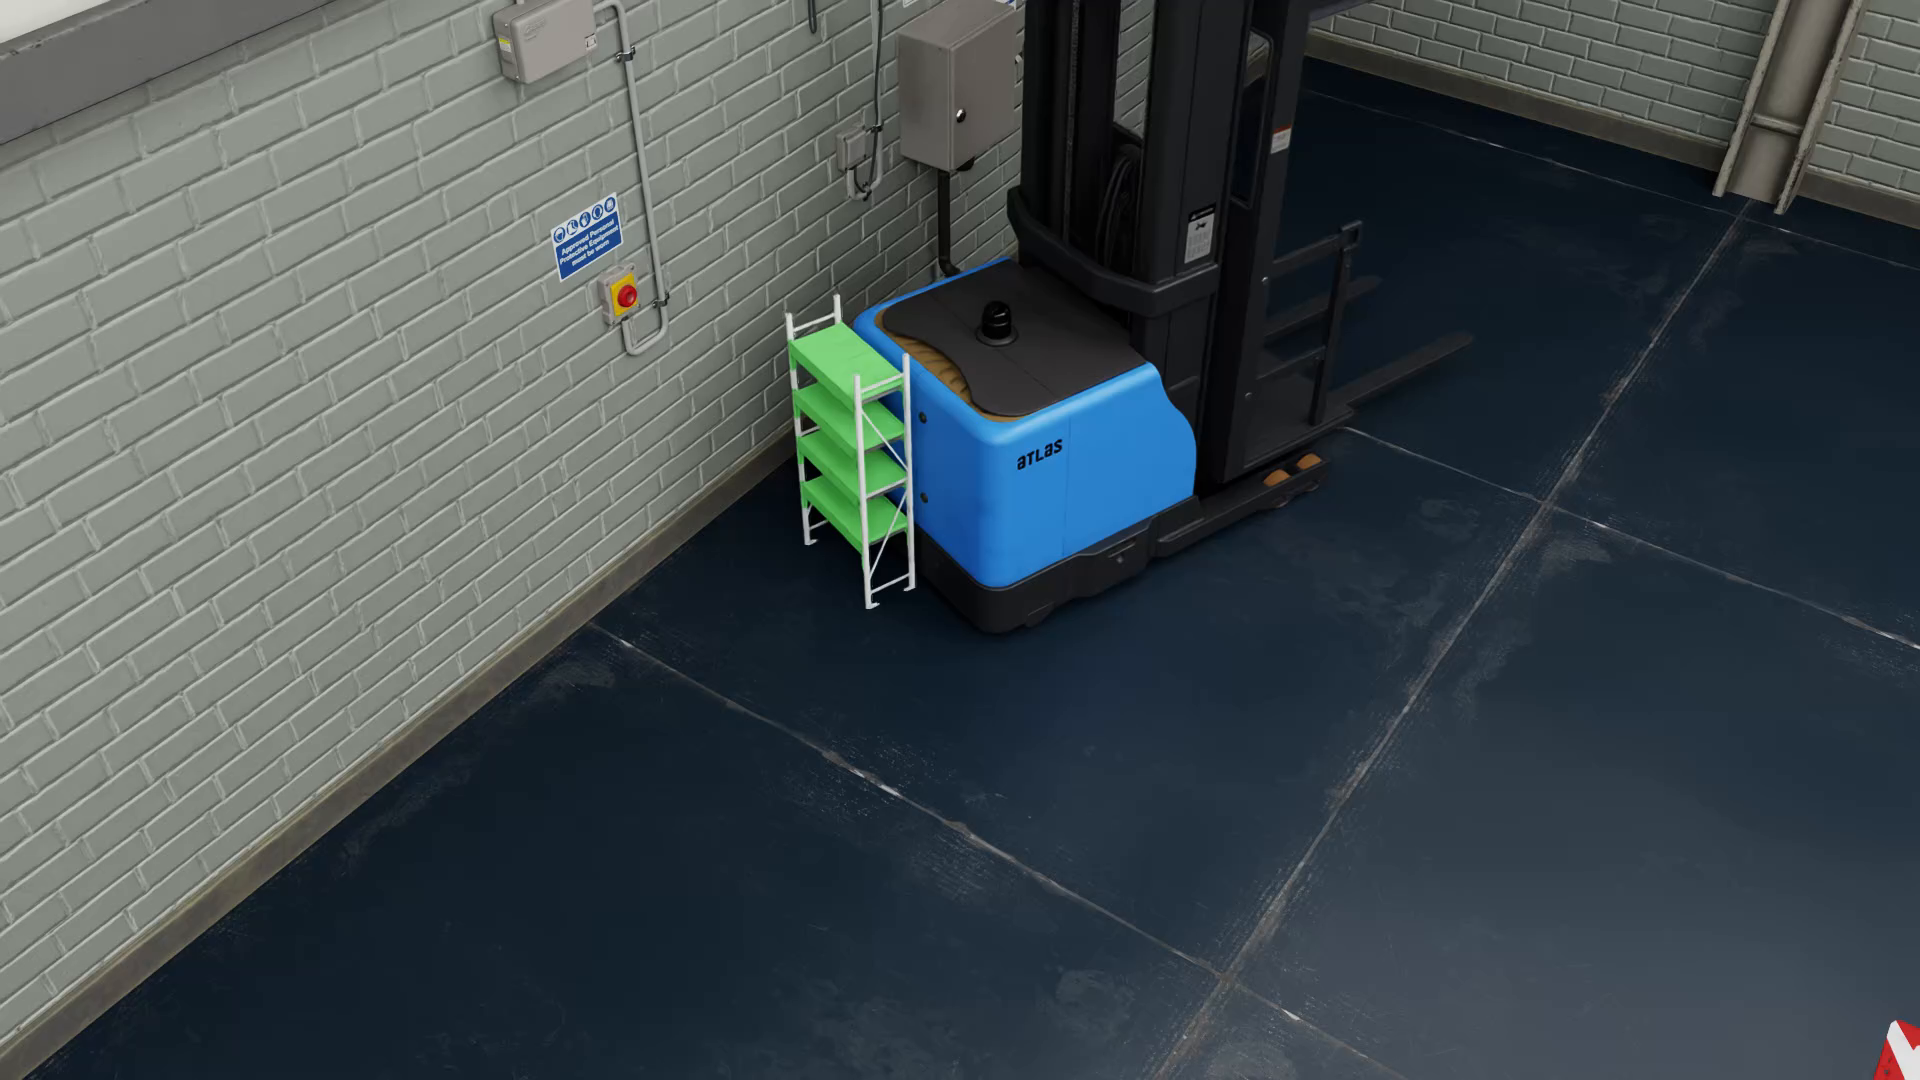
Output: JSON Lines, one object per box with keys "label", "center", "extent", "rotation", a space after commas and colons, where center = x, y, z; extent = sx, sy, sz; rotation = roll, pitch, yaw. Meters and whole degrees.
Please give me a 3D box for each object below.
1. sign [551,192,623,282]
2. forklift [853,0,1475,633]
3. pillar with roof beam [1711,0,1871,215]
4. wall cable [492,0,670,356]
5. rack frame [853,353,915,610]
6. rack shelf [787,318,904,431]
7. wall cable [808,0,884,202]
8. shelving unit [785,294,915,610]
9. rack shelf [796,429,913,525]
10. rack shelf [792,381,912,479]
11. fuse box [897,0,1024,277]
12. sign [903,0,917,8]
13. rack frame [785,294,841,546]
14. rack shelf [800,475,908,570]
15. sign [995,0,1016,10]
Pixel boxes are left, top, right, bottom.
{"label": "sign", "center": [-1.348, -1.098, 6.025], "extent": [0.001, 0.218, 0.327], "rotation": [25, 48, 25]}
{"label": "forklift", "center": [1.054, -1.501, 6.730], "extent": [3.031, 2.935, 1.130], "rotation": [-25, 48, -25]}
{"label": "pillar with roof beam", "center": [2.045, -2.975, 3.827], "extent": [0.400, 9.000, 9.100], "rotation": [25, 48, 25]}
{"label": "wall cable", "center": [-1.270, -1.391, 5.769], "extent": [0.123, 1.953, 0.585], "rotation": [25, 48, 25]}
{"label": "rack frame", "center": [-0.292, -0.204, 6.578], "extent": [0.240, 1.200, 0.015], "rotation": [-25, 48, -25]}
{"label": "rack shelf", "center": [-0.433, -0.647, 6.449], "extent": [0.258, 0.148, 0.480], "rotation": [-25, 48, -25]}
{"label": "wall cable", "center": [-0.465, -2.158, 6.650], "extent": [0.122, 1.984, 0.588], "rotation": [25, 48, 25]}
{"label": "shelving unit", "center": [-0.432, -0.337, 6.727], "extent": [0.258, 1.200, 0.503], "rotation": [-25, 48, -25]}
{"label": "rack shelf", "center": [-0.432, -0.290, 6.770], "extent": [0.258, 0.148, 0.480], "rotation": [-25, 48, -25]}
{"label": "rack shelf", "center": [-0.433, -0.468, 6.609], "extent": [0.258, 0.148, 0.480], "rotation": [-25, 48, -25]}
{"label": "fuse box", "center": [0.056, -1.611, 7.767], "extent": [0.414, 1.711, 0.539], "rotation": [25, 48, 25]}
{"label": "sign", "center": [-0.146, -2.448, 7.117], "extent": [0.001, 0.242, 0.339], "rotation": [25, 48, 25]}
{"label": "rack frame", "center": [-0.573, -0.470, 6.875], "extent": [0.240, 1.200, 0.015], "rotation": [-25, 48, -25]}
{"label": "rack shelf", "center": [-0.432, -0.111, 6.930], "extent": [0.258, 0.148, 0.480], "rotation": [-25, 48, -25]}
{"label": "sign", "center": [0.170, -2.405, 7.759], "extent": [0.001, 0.494, 0.329], "rotation": [25, 48, 25]}
